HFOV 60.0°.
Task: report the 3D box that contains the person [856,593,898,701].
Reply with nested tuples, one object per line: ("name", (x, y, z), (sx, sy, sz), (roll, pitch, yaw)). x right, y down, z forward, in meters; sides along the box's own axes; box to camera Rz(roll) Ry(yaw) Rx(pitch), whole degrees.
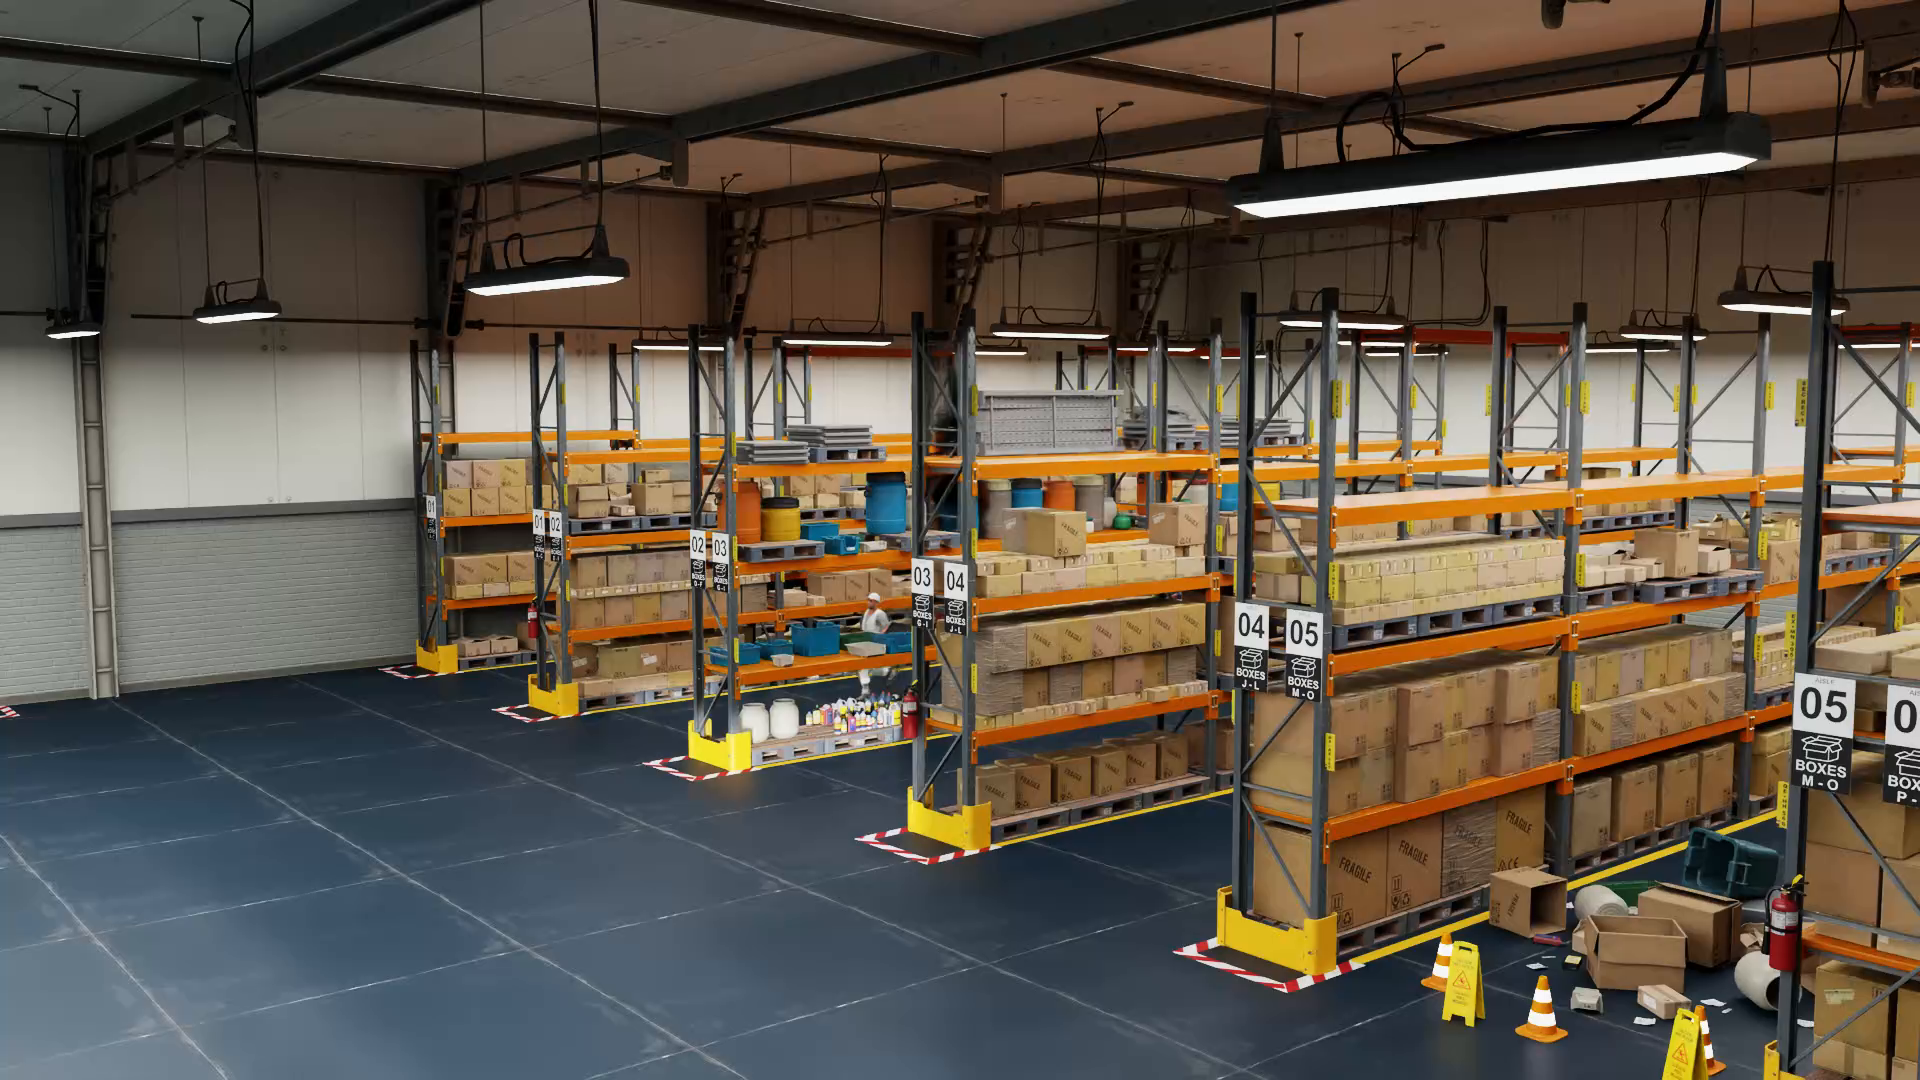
("person", (-1.415, 1.750, 27.529), (0.845, 1.774, 0.655), (-5, 7, -44))

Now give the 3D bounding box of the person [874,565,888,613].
("person", (-1.557, 1.331, 32.733), (0.767, 1.703, 0.524), (-3, 6, -32))
